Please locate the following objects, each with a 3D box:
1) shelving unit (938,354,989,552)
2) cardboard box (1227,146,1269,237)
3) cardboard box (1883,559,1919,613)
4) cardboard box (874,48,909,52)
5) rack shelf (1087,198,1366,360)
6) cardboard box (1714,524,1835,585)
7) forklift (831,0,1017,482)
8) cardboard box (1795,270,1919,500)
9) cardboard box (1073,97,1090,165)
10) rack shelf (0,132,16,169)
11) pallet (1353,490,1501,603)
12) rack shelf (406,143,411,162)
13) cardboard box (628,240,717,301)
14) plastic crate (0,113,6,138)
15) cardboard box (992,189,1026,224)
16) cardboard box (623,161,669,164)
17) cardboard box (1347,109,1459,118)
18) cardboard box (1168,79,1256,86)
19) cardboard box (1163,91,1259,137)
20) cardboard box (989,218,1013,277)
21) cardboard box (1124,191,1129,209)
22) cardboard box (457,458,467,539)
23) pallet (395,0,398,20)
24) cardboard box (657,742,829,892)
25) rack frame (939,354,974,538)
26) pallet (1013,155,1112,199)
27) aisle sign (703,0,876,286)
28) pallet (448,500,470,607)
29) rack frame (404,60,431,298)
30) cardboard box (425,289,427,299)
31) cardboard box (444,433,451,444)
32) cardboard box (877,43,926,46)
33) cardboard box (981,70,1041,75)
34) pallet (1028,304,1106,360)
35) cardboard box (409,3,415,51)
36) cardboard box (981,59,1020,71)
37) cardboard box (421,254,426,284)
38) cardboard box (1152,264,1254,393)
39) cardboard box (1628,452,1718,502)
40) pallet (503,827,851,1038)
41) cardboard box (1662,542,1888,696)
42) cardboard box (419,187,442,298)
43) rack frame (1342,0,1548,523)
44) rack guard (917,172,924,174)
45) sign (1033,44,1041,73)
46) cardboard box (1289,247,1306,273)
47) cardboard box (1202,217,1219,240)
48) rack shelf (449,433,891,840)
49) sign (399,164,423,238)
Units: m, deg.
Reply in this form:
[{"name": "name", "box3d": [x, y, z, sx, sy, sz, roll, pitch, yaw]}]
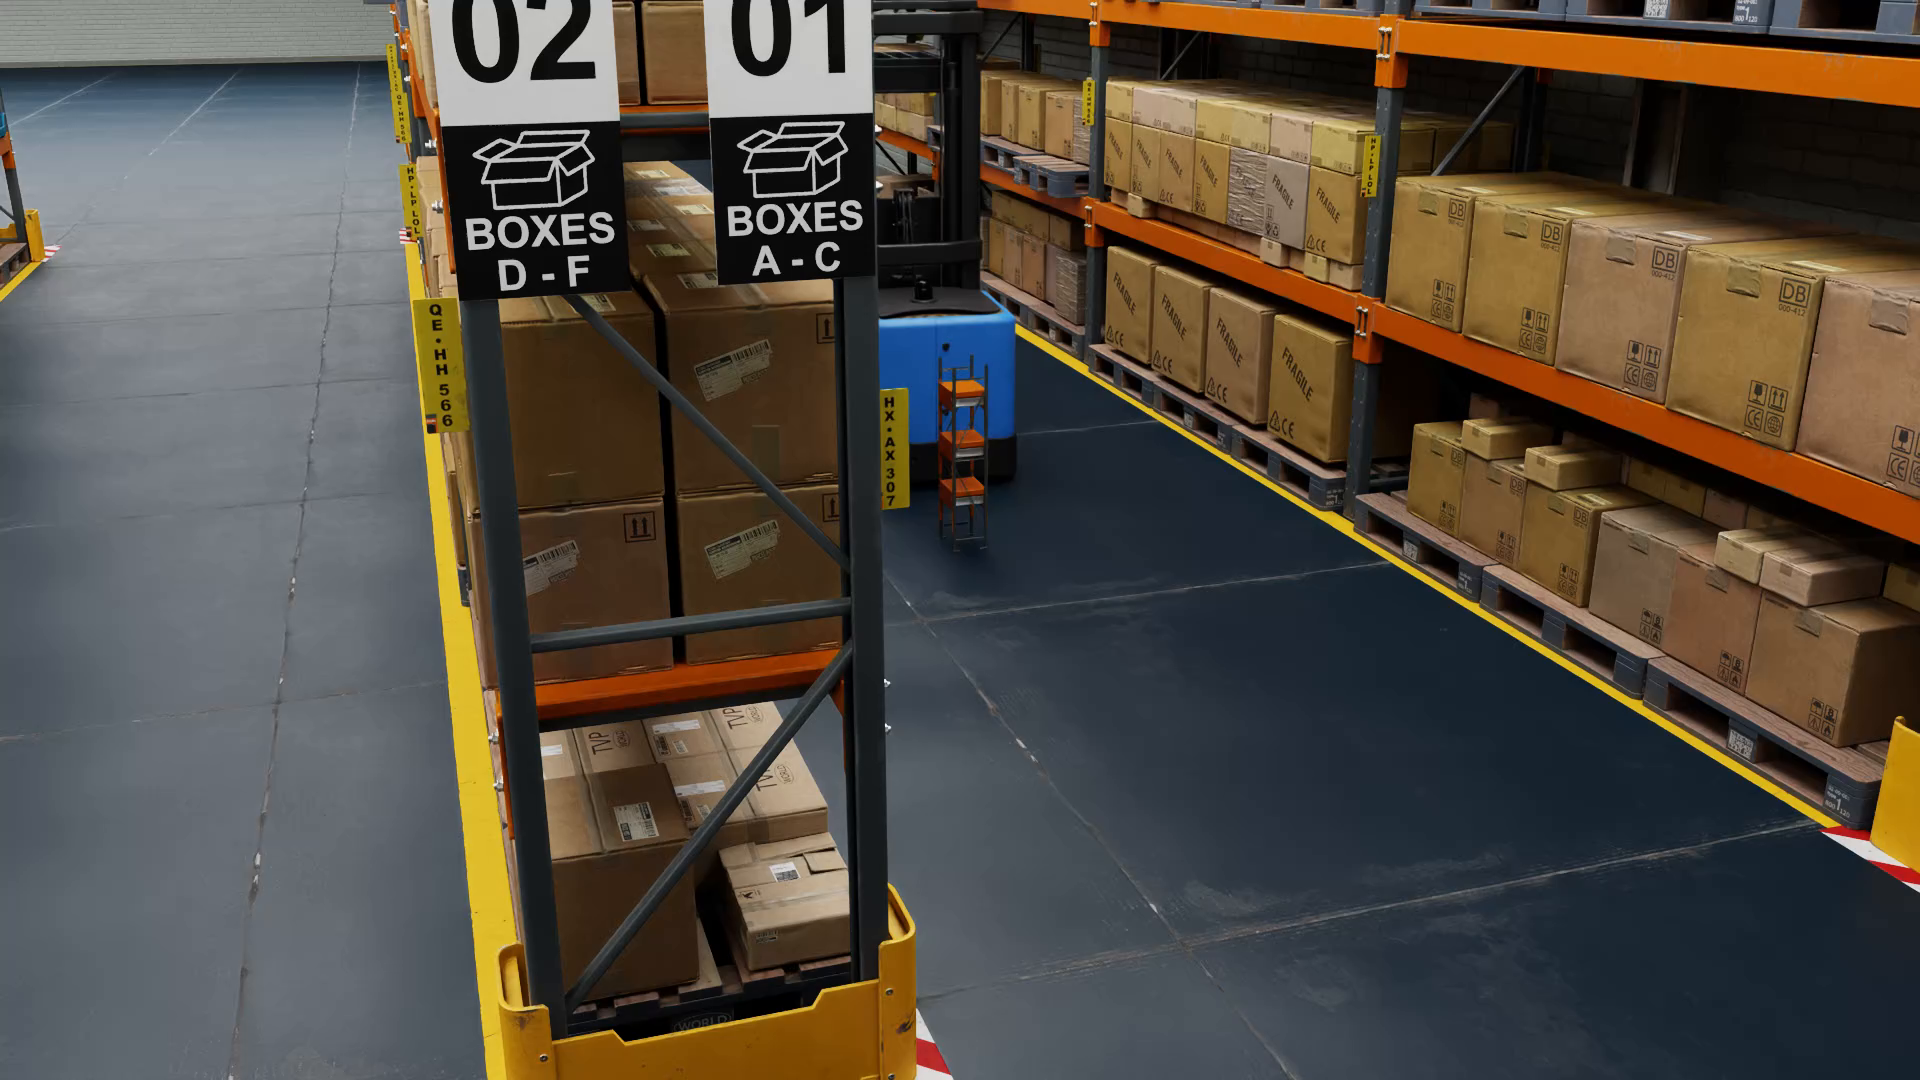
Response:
[{"name": "shelving unit", "box3d": [0.017, -0.477, 9.191, 0.215, 1.050, 0.252, -6, 21, -17]}, {"name": "cardboard box", "box3d": [2.043, -2.225, 10.557, 0.500, 0.500, 0.500, -6, 21, -17]}, {"name": "cardboard box", "box3d": [3.919, 0.179, 6.597, 0.380, 0.149, 0.250, -6, 21, -17]}, {"name": "cardboard box", "box3d": [-0.857, -5.214, 18.578, 0.500, 0.500, 0.500, -7, 21, -19]}, {"name": "rack shelf", "box3d": [2.119, -1.886, 11.294, 1.077, 0.370, 4.000, -6, 21, -17]}, {"name": "cardboard box", "box3d": [3.395, 0.057, 6.938, 0.380, 0.149, 0.250, -6, 21, -16]}, {"name": "forklift", "box3d": [-0.460, -2.182, 11.155, 1.130, 2.935, 3.031, -4, 20, -12]}, {"name": "cardboard box", "box3d": [3.835, -0.603, 6.213, 0.980, 0.700, 0.700, -5, 20, -15]}, {"name": "cardboard box", "box3d": [1.333, -3.270, 13.284, 0.700, 0.500, 0.500, -9, 22, -24]}, {"name": "rack shelf", "box3d": [-9.801, -3.400, 15.510, 1.077, 0.370, 4.000, -6, 21, -17]}, {"name": "pallet", "box3d": [2.912, -0.018, 9.154, 1.003, 0.211, 1.213, -6, 21, -17]}, {"name": "rack shelf", "box3d": [-5.097, -3.926, 16.972, 1.077, 0.370, 4.000, -6, 21, -17]}, {"name": "cardboard box", "box3d": [-0.758, -0.626, 5.096, 0.500, 0.500, 0.500, -6, 21, -17]}, {"name": "plastic crate", "box3d": [-9.988, -4.182, 16.842, 0.499, 0.251, 0.616, -6, 21, -17]}, {"name": "cardboard box", "box3d": [0.622, -3.158, 15.709, 0.500, 0.250, 0.500, -7, 21, -18]}, {"name": "cardboard box", "box3d": [-1.549, -1.438, 7.355, 0.500, 0.500, 0.500, -6, 21, -17]}, {"name": "cardboard box", "box3d": [2.679, -2.474, 10.141, 0.500, 0.250, 0.500, -6, 21, -17]}, {"name": "cardboard box", "box3d": [1.879, -3.298, 12.433, 0.500, 0.250, 0.500, -6, 21, -16]}, {"name": "cardboard box", "box3d": [1.719, -2.910, 11.354, 0.500, 0.250, 0.500, -6, 21, -17]}, {"name": "cardboard box", "box3d": [0.690, -2.785, 15.781, 0.700, 0.500, 0.500, -7, 21, -18]}, {"name": "cardboard box", "box3d": [1.445, -2.545, 12.408, 0.380, 0.149, 0.250, -6, 21, -16]}, {"name": "cardboard box", "box3d": [-1.414, -0.260, 5.555, 0.500, 0.500, 0.500, -6, 21, -17]}, {"name": "pallet", "box3d": [-2.421, -2.927, 8.970, 1.213, 0.211, 1.003, -6, 21, -17]}, {"name": "cardboard box", "box3d": [-0.756, 0.951, 5.749, 0.500, 0.250, 0.500, -6, 21, -17]}, {"name": "rack frame", "box3d": [-0.022, -0.516, 9.300, 0.200, 1.050, 0.008, -6, 21, -17]}, {"name": "pallet", "box3d": [1.165, -2.993, 13.596, 1.213, 0.211, 1.003, -6, 21, -17]}, {"name": "aisle sign", "box3d": [-0.397, -1.004, 3.929, 0.394, 0.787, 0.004, -6, 21, -17]}, {"name": "pallet", "box3d": [-2.246, 0.000, 9.103, 1.003, 0.211, 1.213, -6, 21, -17]}, {"name": "rack frame", "box3d": [-3.211, -2.339, 11.490, 1.000, 3.000, 0.127, -6, 21, -17]}, {"name": "cardboard box", "box3d": [-4.418, -2.206, 14.567, 0.500, 0.250, 0.500, -6, 21, -16]}, {"name": "cardboard box", "box3d": [-2.529, -0.373, 9.065, 0.500, 0.500, 0.500, -6, 21, -17]}, {"name": "cardboard box", "box3d": [-0.674, -5.596, 19.643, 0.500, 0.500, 0.500, -7, 21, -18]}, {"name": "cardboard box", "box3d": [0.360, -4.237, 15.976, 0.700, 0.500, 0.500, -6, 21, -17]}, {"name": "pallet", "box3d": [1.246, -1.805, 14.129, 1.003, 0.211, 1.213, -6, 21, -17]}, {"name": "cardboard box", "box3d": [-1.727, -1.892, 6.032, 0.500, 0.250, 0.500, -6, 21, -17]}, {"name": "cardboard box", "box3d": [0.283, -4.615, 16.909, 0.500, 0.500, 0.500, -7, 21, -18]}, {"name": "cardboard box", "box3d": [-4.259, -2.304, 14.009, 0.500, 0.311, 0.500, -7, 21, -19]}, {"name": "cardboard box", "box3d": [1.866, -1.520, 11.771, 0.750, 0.750, 0.750, -6, 21, -17]}, {"name": "cardboard box", "box3d": [3.439, -0.308, 7.955, 0.380, 0.149, 0.250, -7, 21, -18]}, {"name": "pallet", "box3d": [-0.972, 1.261, 5.594, 1.003, 0.211, 1.213, -6, 21, -17]}, {"name": "cardboard box", "box3d": [3.532, 0.305, 7.206, 0.700, 0.500, 0.500, -6, 21, -17]}, {"name": "cardboard box", "box3d": [-1.749, -1.061, 6.306, 0.500, 0.500, 0.500, -7, 21, -19]}, {"name": "rack frame", "box3d": [2.747, -1.583, 9.385, 1.000, 3.000, 0.127, -6, 21, -17]}, {"name": "rack guard", "box3d": [-1.001, -4.233, 20.461, 1.175, 0.500, 0.348, -6, 21, -17]}, {"name": "sign", "box3d": [0.759, -4.755, 16.504, 0.100, 0.325, 0.005, -6, 21, -17]}, {"name": "cardboard box", "box3d": [2.232, -1.718, 10.106, 0.380, 0.149, 0.250, -6, 21, -16]}, {"name": "cardboard box", "box3d": [1.866, -2.136, 11.268, 0.380, 0.149, 0.250, -6, 21, -17]}, {"name": "rack shelf", "box3d": [-1.326, -0.075, 6.251, 1.077, 0.370, 4.000, -6, 21, -17]}, {"name": "sign", "box3d": [-2.480, -1.540, 7.553, 0.100, 0.325, 0.005, -6, 21, -17]}]
